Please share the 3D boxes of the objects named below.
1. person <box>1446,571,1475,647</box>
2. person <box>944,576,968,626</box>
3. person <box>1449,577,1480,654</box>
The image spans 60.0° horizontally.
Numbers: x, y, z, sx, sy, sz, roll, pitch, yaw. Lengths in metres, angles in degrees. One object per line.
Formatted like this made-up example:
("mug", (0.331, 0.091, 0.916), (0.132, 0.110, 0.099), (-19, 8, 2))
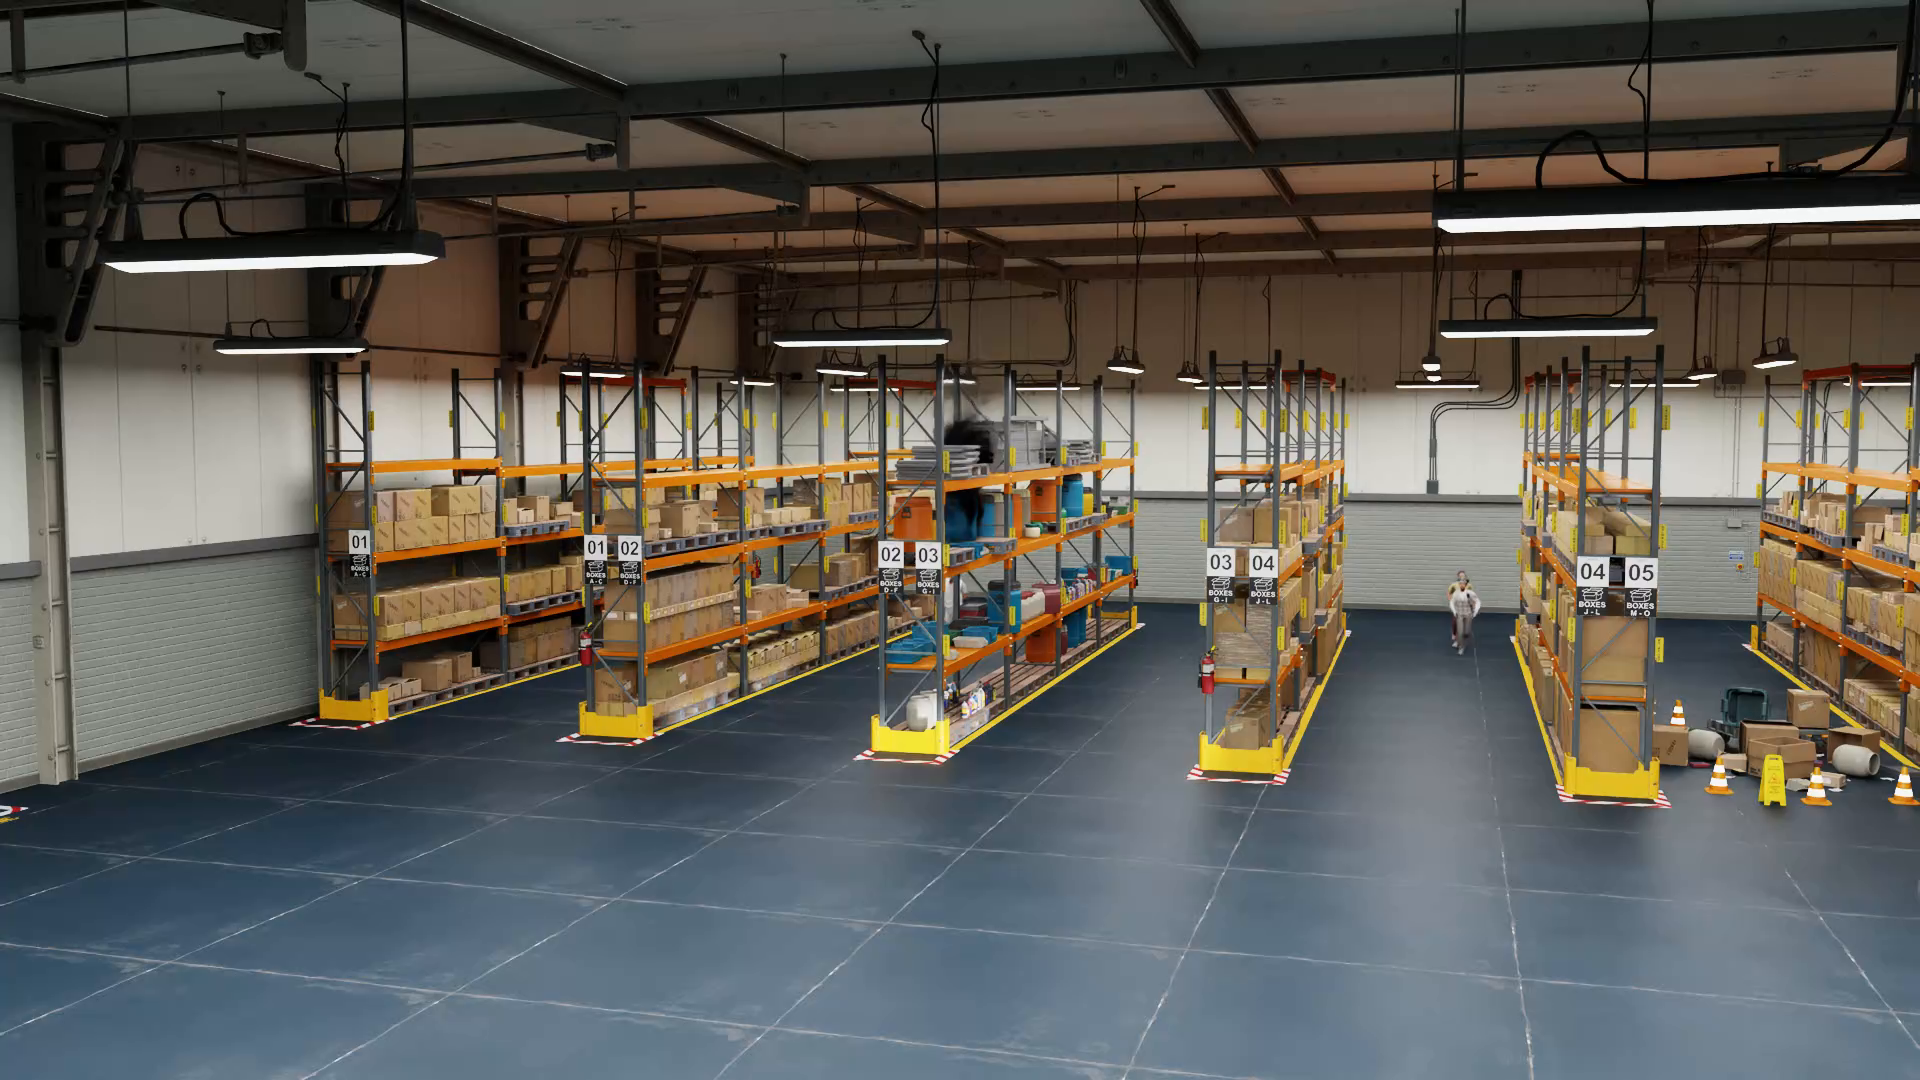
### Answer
("person", (11.155, 1.514, 37.085), (0.613, 1.661, 0.978), (1, 4, 19))
("person", (-0.156, 1.502, 36.480), (0.683, 1.789, 0.982), (1, 4, 8))
("person", (10.871, 1.629, 35.849), (0.637, 1.671, 0.630), (2, 4, 24))
